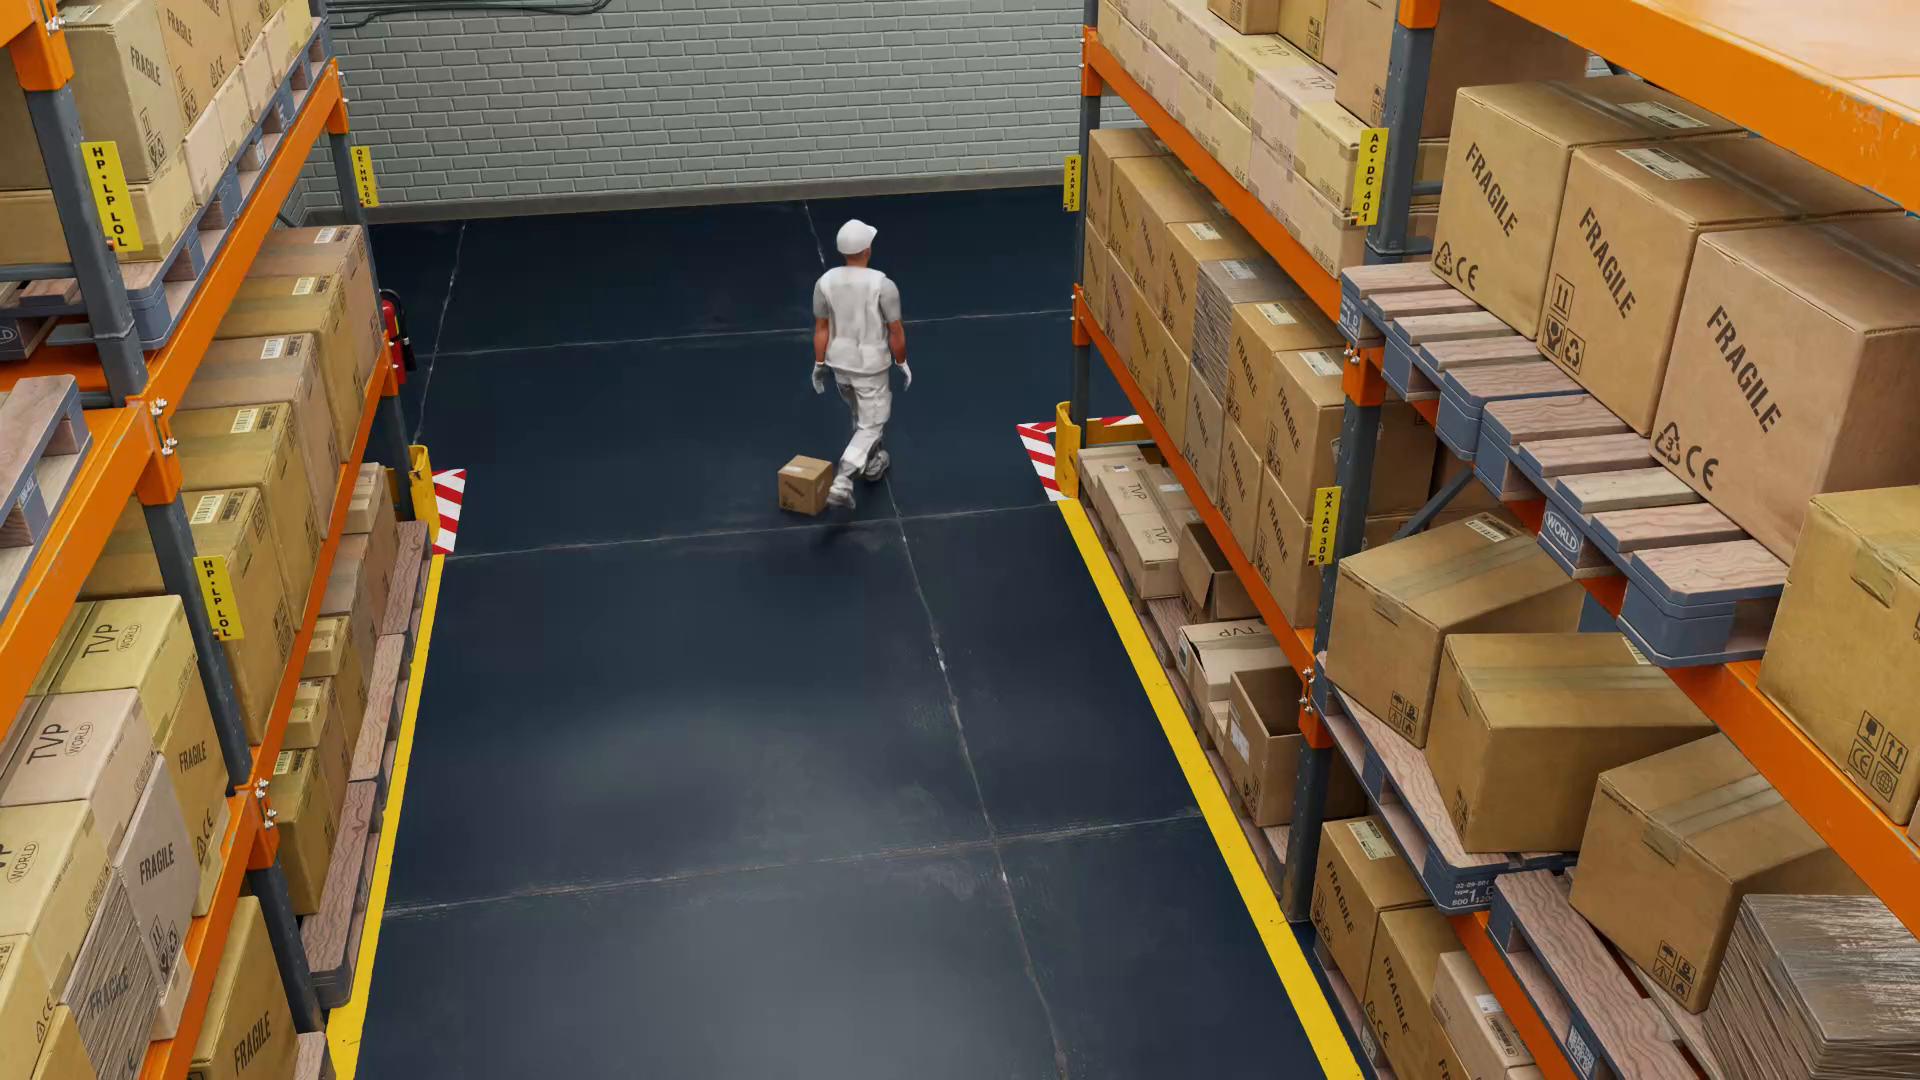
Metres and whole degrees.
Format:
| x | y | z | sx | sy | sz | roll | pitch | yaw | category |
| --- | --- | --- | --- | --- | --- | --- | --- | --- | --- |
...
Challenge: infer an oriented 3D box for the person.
| x | y | z | sx | sy | sz | roll | pitch | yaw | category |
| --- | --- | --- | --- | --- | --- | --- | --- | --- | --- |
| -0.598 | -1.017 | 9.850 | 0.564 | 1.759 | 0.980 | 12 | 33 | 20 | person |
